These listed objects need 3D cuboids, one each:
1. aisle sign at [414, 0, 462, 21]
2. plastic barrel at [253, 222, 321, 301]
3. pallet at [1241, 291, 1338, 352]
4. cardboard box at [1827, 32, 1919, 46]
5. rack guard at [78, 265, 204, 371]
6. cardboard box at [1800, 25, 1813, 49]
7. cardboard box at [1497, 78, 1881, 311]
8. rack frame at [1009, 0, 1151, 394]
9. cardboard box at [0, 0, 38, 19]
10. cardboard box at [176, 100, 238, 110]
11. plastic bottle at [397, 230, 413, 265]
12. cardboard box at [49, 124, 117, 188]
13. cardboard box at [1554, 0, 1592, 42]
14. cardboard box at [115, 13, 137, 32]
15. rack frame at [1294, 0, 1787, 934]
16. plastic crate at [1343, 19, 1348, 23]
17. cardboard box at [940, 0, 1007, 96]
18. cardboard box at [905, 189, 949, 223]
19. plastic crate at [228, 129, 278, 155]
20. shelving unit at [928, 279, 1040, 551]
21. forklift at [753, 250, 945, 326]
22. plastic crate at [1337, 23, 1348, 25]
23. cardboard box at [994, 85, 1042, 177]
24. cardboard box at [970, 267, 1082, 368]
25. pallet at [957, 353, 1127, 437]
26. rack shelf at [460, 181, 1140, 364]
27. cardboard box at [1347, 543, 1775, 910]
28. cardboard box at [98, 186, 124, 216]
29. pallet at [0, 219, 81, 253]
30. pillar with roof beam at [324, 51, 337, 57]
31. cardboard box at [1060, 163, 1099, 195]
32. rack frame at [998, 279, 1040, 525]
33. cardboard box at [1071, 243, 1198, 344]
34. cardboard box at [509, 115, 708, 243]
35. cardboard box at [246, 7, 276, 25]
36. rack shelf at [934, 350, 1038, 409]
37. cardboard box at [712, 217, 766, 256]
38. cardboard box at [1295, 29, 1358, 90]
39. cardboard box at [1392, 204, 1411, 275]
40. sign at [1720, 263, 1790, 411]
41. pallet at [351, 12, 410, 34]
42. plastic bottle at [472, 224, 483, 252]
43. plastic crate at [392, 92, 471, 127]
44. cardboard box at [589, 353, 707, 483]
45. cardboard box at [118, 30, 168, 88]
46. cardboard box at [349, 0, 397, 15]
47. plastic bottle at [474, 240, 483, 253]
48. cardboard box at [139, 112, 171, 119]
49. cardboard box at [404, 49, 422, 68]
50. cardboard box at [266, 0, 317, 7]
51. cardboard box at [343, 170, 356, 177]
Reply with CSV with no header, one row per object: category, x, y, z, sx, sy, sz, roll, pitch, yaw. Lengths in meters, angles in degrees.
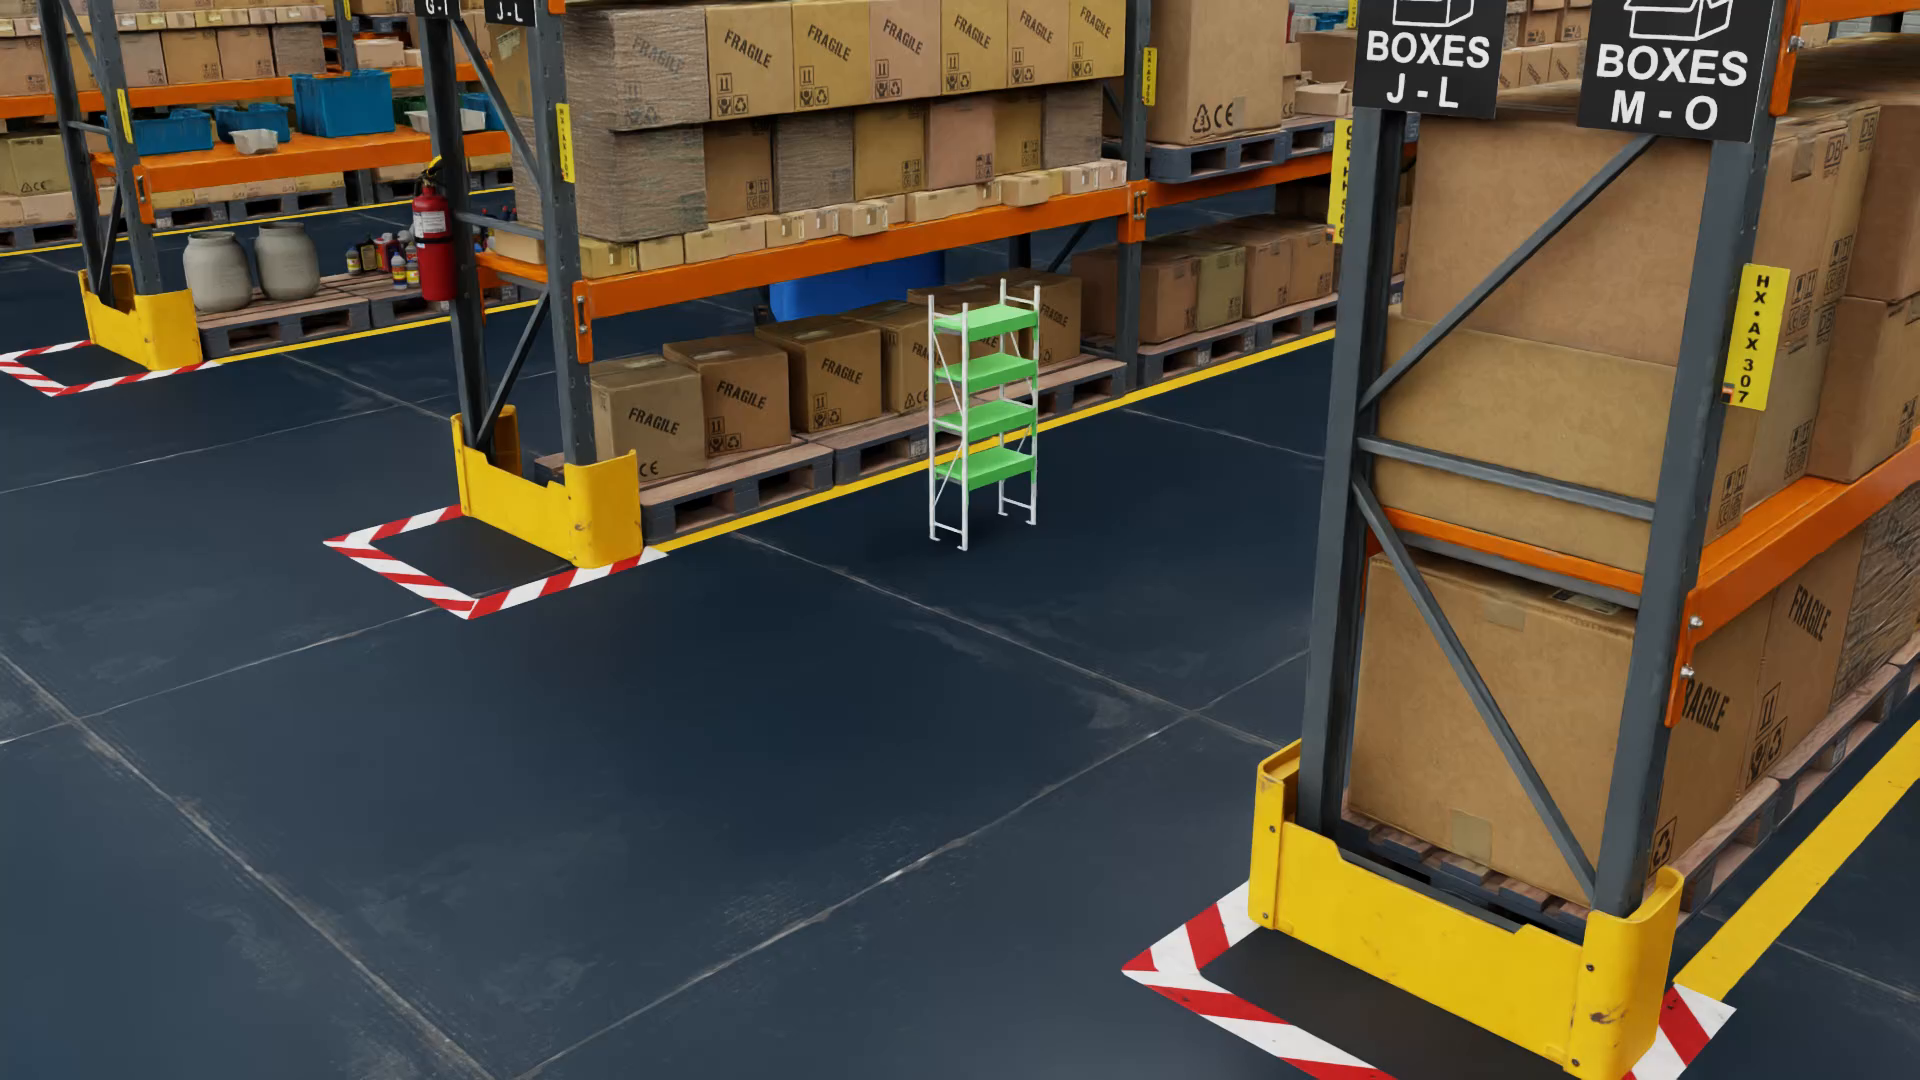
aisle sign,-2.332,-2.699,7.292,0.394,0.787,0.004,19,28,41
plastic barrel,-4.869,-2.018,12.025,0.421,0.512,0.421,0,21,0
pallet,2.109,-1.668,12.121,1.003,0.211,1.213,19,28,41
cardboard box,3.917,-1.675,6.537,0.875,0.550,0.550,19,28,41
rack guard,-5.604,-1.530,11.359,1.175,0.500,0.348,19,28,41
cardboard box,8.585,-5.287,17.442,0.500,0.250,0.500,19,28,40
cardboard box,2.013,-0.983,4.737,0.875,0.550,0.550,19,28,41
rack frame,0.716,-2.454,10.279,1.000,3.000,0.127,19,28,41
cardboard box,-8.435,-4.826,14.501,0.700,0.500,0.500,18,28,39
cardboard box,-9.429,-5.406,20.828,0.500,0.500,0.700,-19,28,-40
plastic bottle,-4.364,-2.275,12.996,0.152,0.276,0.135,18,28,39
cardboard box,-7.949,-3.512,15.233,0.500,0.500,0.500,19,28,41
cardboard box,4.948,-4.522,14.122,0.637,0.503,0.797,-19,28,-40
cardboard box,-7.668,-4.698,15.073,0.380,0.149,0.250,20,28,41
rack frame,1.409,-0.159,4.307,1.000,3.000,0.127,19,28,41
plastic crate,4.848,-6.641,21.455,0.250,0.136,0.298,19,28,41
cardboard box,-0.098,-2.665,8.879,0.500,0.500,0.500,19,28,41
cardboard box,-0.280,-1.826,8.996,0.380,0.149,0.250,19,28,41
plastic crate,-4.768,-2.692,11.266,0.298,0.136,0.250,19,28,41
shelving unit,0.115,-0.603,7.970,0.258,1.200,0.503,19,28,41
forklift,-0.888,-2.863,11.439,1.130,2.935,3.031,-4,21,-11
plastic crate,4.887,-6.358,20.719,0.396,0.136,0.243,19,28,41
cardboard box,-0.016,-2.420,9.636,0.875,0.500,0.500,19,28,41
cardboard box,0.408,-1.391,10.411,0.500,0.500,0.500,18,28,39
pallet,0.273,-0.971,10.307,1.003,0.211,1.213,19,28,41
rack shelf,-0.679,-1.604,9.071,1.077,0.370,4.000,19,28,41
cardboard box,1.835,0.446,5.109,0.875,0.875,0.875,19,28,41
cardboard box,-7.941,-3.159,15.360,0.500,0.250,0.500,19,28,41
pallet,-8.666,-2.812,15.096,1.003,0.211,1.213,19,28,41
pillar with roof beam,-5.583,-8.807,18.445,9.100,9.000,0.400,19,28,41
cardboard box,0.596,-2.146,9.828,0.380,0.149,0.250,19,28,41
rack frame,0.286,-0.665,8.133,0.240,1.200,0.015,19,28,41
cardboard box,1.160,-1.645,11.045,0.700,0.500,0.500,17,27,37
cardboard box,-1.671,-1.746,7.883,0.875,0.500,0.500,19,28,41
cardboard box,-6.770,-5.030,15.936,0.380,0.149,0.250,18,28,39
rack shelf,0.115,-0.767,7.907,0.258,0.148,0.480,19,28,41
cardboard box,-1.172,-1.512,8.177,0.380,0.149,0.250,19,28,41
cardboard box,2.841,-3.408,12.035,0.500,0.500,0.700,-15,26,-34
cardboard box,3.054,-2.344,12.863,0.700,0.500,0.500,17,27,38
sign,1.802,-0.459,3.772,0.100,0.325,0.005,19,28,41
pallet,-7.561,-6.902,22.119,1.213,0.211,1.003,19,28,41
plastic bottle,-3.900,-2.427,13.396,0.097,0.271,0.097,0,21,0
plastic crate,-3.982,-3.317,12.818,0.450,0.188,0.662,19,28,41
cardboard box,-1.627,-0.612,8.384,0.500,0.500,0.500,-14,25,-32
cardboard box,-7.757,-4.469,15.380,0.500,0.500,0.700,-19,28,-40
cardboard box,-7.832,-7.180,21.822,0.700,0.500,0.500,16,26,36
plastic bottle,-3.685,-2.152,12.681,0.097,0.271,0.097,0,21,0
cardboard box,-7.624,-3.899,16.241,0.500,0.500,0.500,19,28,41
cardboard box,-5.614,-4.994,17.237,0.380,0.149,0.250,19,28,41
cardboard box,-6.684,-5.471,16.181,0.700,0.500,0.500,19,28,41
cardboard box,-6.297,-4.026,17.616,0.500,0.250,0.500,19,28,40
